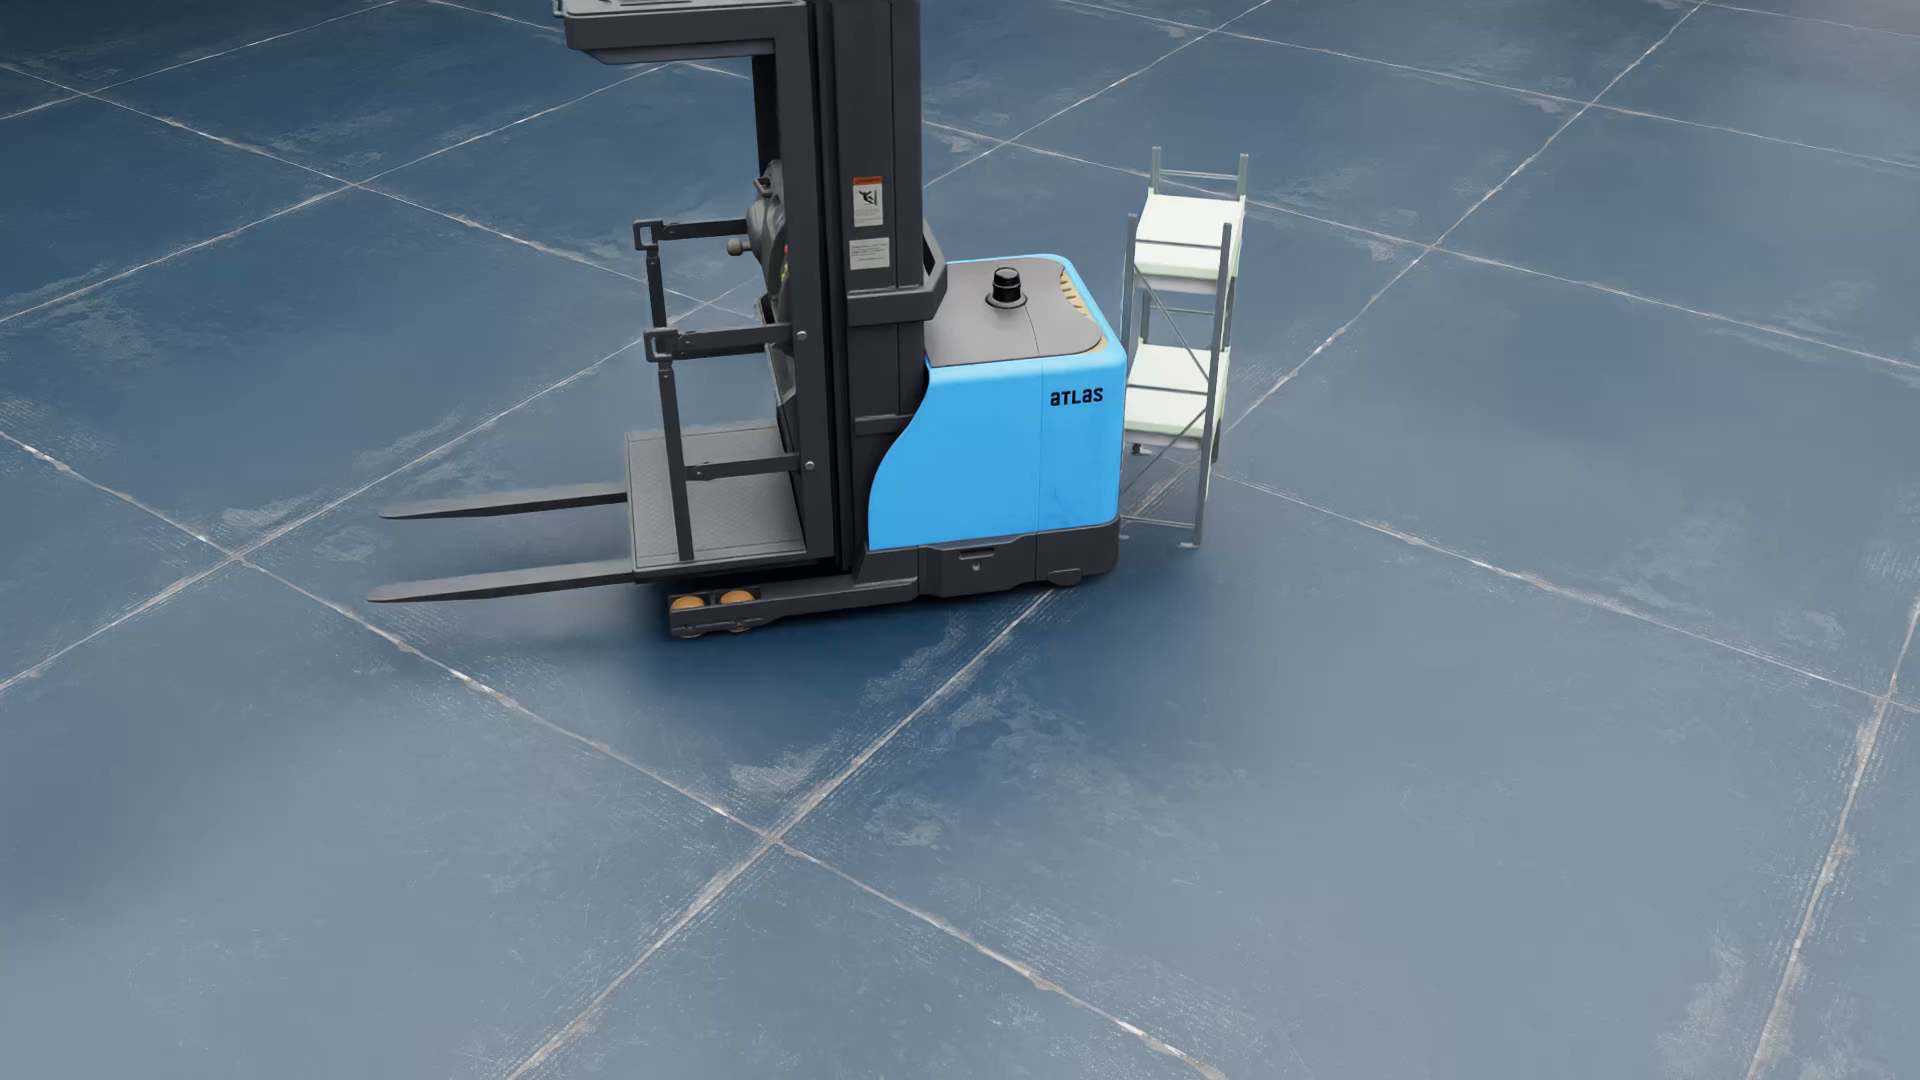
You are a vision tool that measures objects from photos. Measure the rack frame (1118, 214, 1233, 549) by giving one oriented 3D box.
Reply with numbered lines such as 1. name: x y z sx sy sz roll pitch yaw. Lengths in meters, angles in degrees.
1. rack frame: 0.847 -0.613 6.818 0.400 1.500 0.023 7 35 11

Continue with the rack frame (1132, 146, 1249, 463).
1. rack frame: 1.011 -1.013 7.409 0.400 1.500 0.023 7 35 11

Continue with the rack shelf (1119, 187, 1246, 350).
1. rack shelf: 0.929 -1.136 6.895 0.431 0.370 0.720 7 35 11

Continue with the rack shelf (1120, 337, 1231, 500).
1. rack shelf: 0.929 -0.543 7.296 0.431 0.370 0.720 7 35 11

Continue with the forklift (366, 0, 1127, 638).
1. forklift: -0.907 -1.145 6.327 3.031 2.935 1.130 -6 35 -9

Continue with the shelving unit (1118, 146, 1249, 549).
1. shelving unit: 0.929 -0.813 7.113 0.431 1.500 0.755 7 35 11
